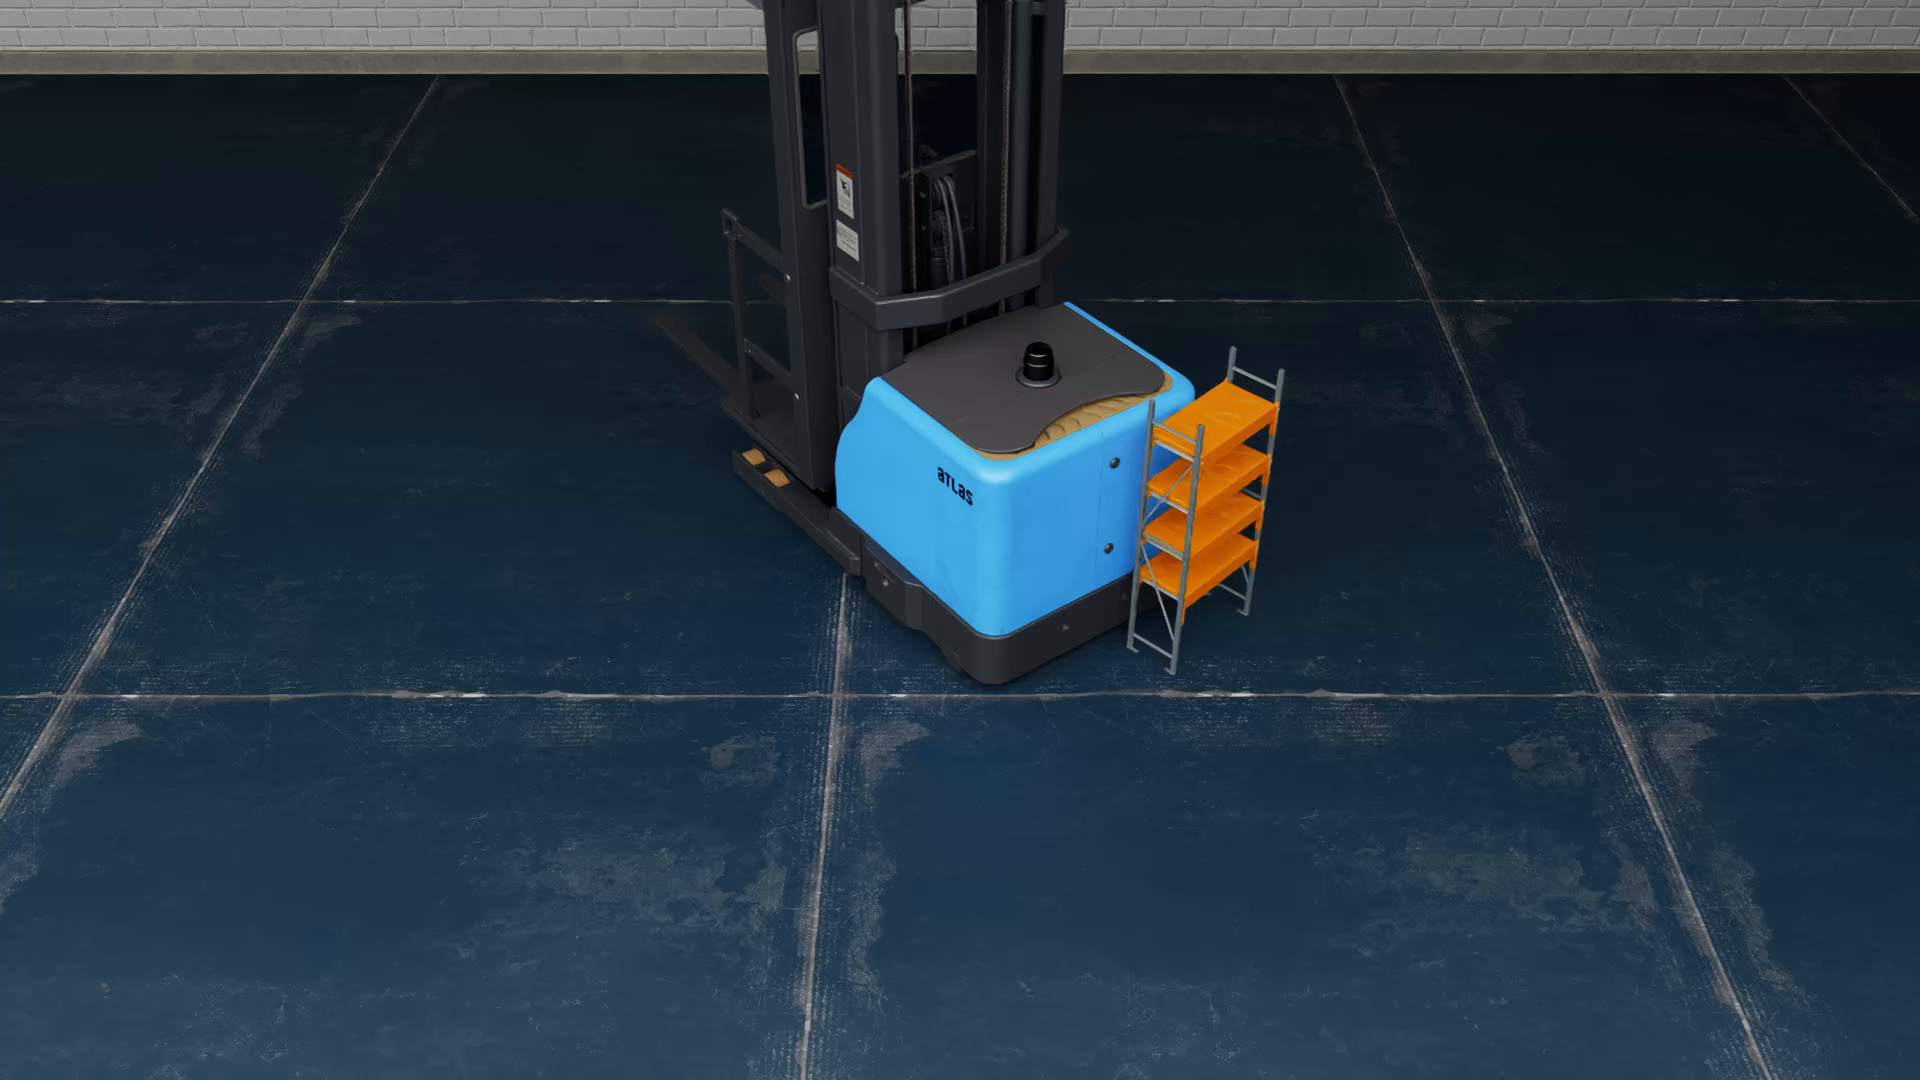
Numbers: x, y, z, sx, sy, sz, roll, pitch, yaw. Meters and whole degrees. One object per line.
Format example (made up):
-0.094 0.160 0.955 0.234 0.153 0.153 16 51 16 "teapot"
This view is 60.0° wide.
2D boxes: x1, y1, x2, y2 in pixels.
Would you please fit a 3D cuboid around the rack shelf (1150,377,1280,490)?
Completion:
0.935 -0.400 6.161 0.258 0.148 0.480 31 48 32 "rack shelf"

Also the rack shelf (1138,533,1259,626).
0.933 0.113 6.574 0.258 0.148 0.480 31 48 32 "rack shelf"

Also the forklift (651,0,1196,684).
-0.371 -1.457 6.724 1.130 2.935 3.031 -25 45 -28 "forklift"

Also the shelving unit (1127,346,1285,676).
0.934 -0.094 6.407 0.258 1.200 0.503 31 48 32 "shelving unit"

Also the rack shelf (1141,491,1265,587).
0.934 -0.042 6.449 0.258 0.148 0.480 31 48 32 "rack shelf"

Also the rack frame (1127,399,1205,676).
0.766 0.016 6.269 0.240 1.200 0.015 31 48 32 "rack frame"

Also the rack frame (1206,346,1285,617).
1.102 -0.205 6.545 0.240 1.200 0.015 31 48 32 "rack frame"

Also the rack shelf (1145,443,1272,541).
0.934 -0.216 6.309 0.258 0.148 0.480 31 48 32 "rack shelf"
